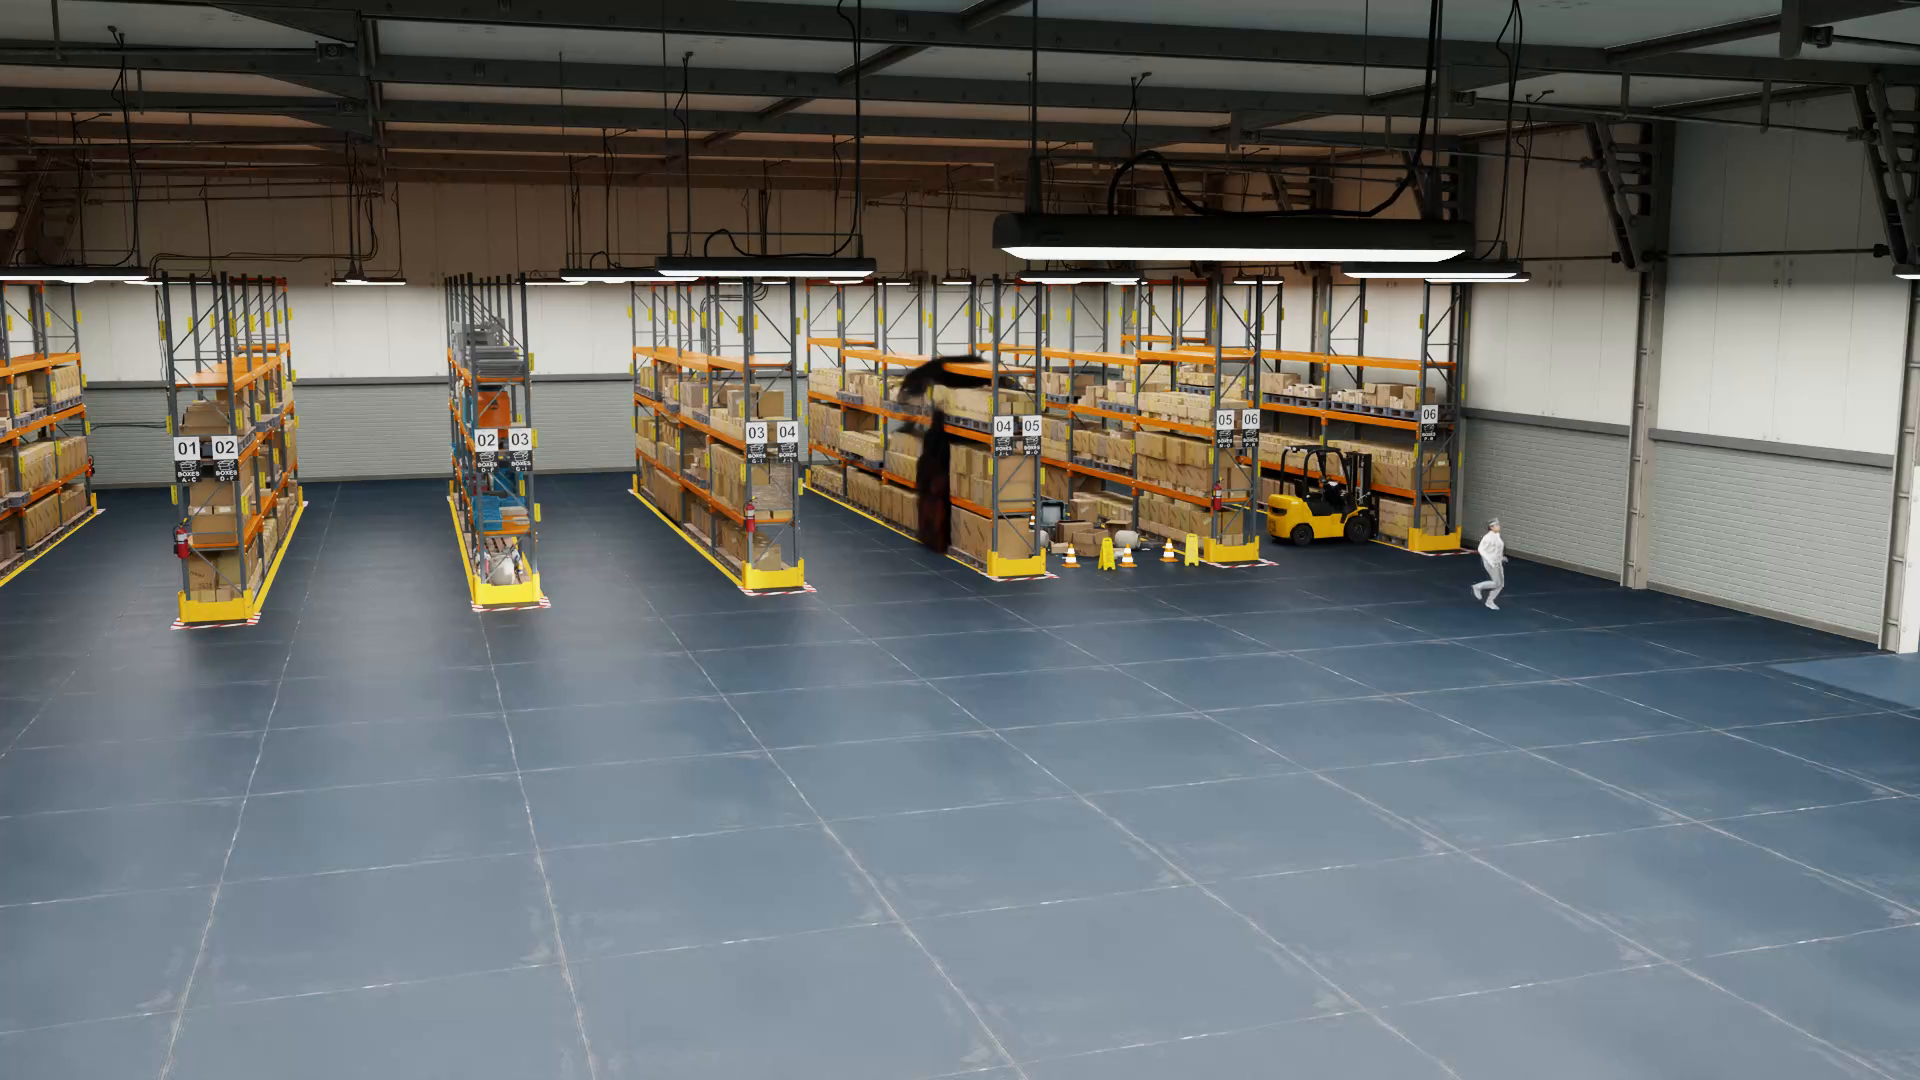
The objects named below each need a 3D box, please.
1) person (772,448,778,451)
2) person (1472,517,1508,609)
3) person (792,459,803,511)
[{"bbox_3d":[-5.395,-2.401,48.191,0.705,1.847,0.819,0,9,-2],"label":"person"},{"bbox_3d":[9.578,0.412,30.011,0.550,1.670,0.629,8,12,43],"label":"person"},{"bbox_3d":[-4.299,-1.471,41.592,0.690,1.760,1.035,-4,9,-24],"label":"person"}]
